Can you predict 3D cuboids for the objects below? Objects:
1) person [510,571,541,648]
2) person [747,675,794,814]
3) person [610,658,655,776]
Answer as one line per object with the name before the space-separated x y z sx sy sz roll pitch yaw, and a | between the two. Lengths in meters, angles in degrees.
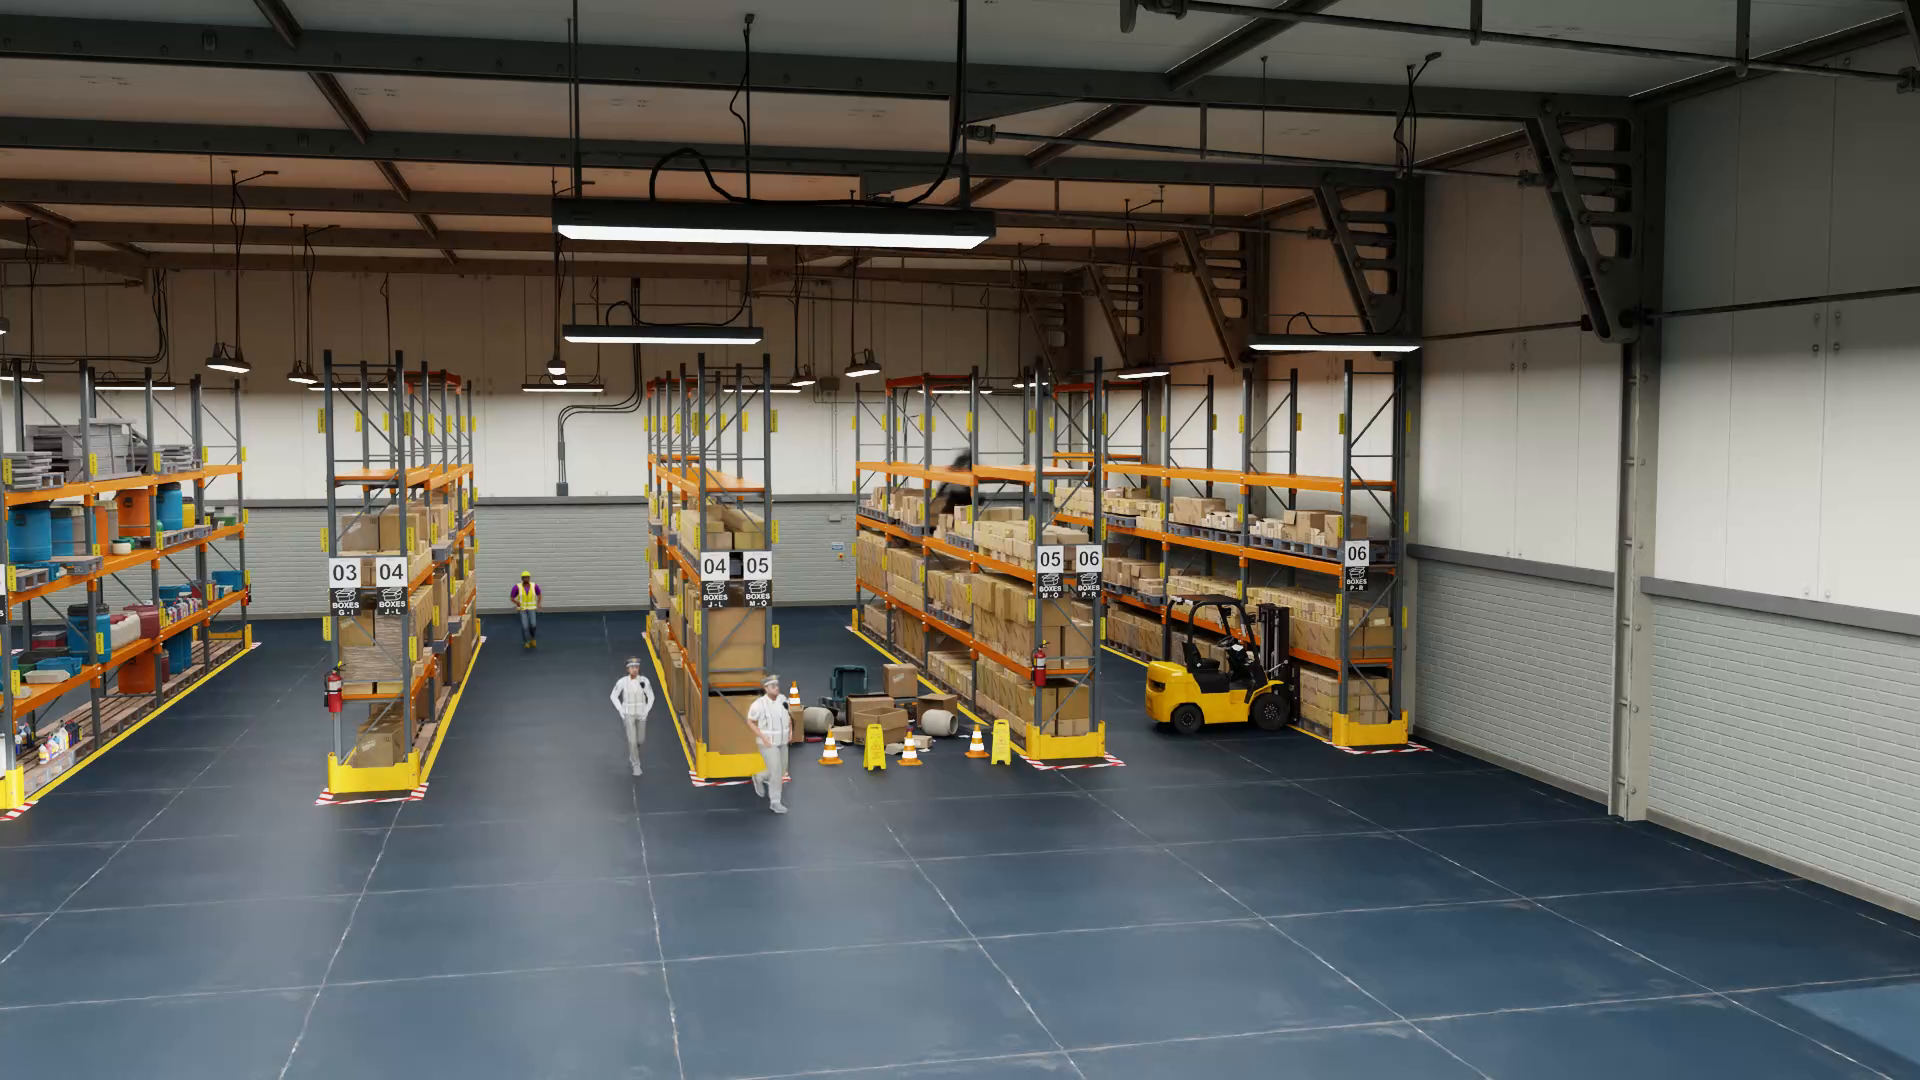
person | -9.644 1.555 36.996 0.698 1.725 0.596 -1 4 -19
person | -2.480 2.617 21.636 0.773 1.780 0.657 4 6 45
person | -4.713 2.514 23.966 0.624 1.678 0.665 -2 4 -22
